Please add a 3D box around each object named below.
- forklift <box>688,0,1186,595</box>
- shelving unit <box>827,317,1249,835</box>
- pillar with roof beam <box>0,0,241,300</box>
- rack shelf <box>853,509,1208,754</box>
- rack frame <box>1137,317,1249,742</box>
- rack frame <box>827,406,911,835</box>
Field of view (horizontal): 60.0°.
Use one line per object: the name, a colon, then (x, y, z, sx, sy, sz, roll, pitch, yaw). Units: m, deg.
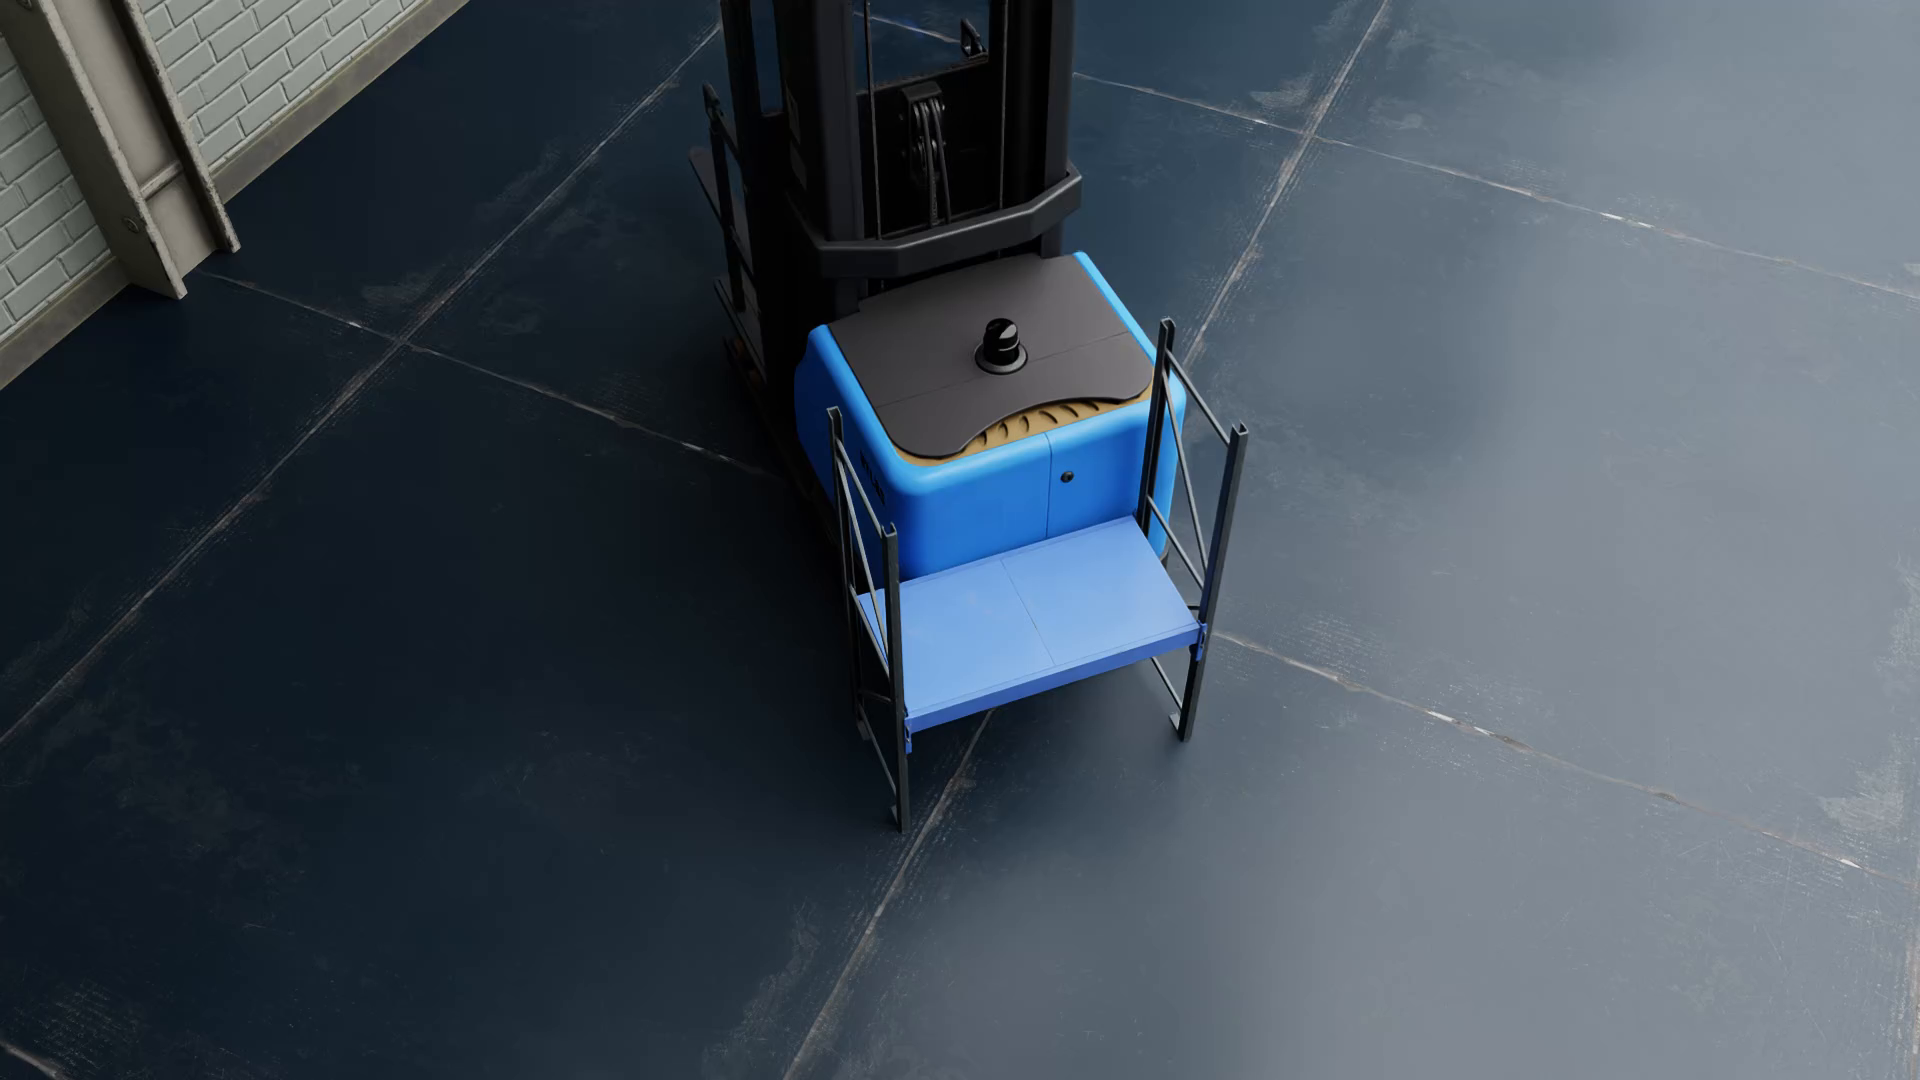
forklift: (-0.310, -1.599, 5.686, 1.130, 2.935, 3.031, -18, 52, -15)
shelving unit: (0.210, 0.159, 5.130, 1.048, 1.500, 0.538, -16, 52, -13)
pillar with roof beam: (0.492, -2.730, 2.664, 9.100, 9.000, 0.400, 20, 52, 16)
rack shelf: (0.210, 0.275, 5.267, 1.000, 0.185, 0.538, -16, 52, -13)
rack frame: (0.685, 0.020, 5.248, 0.032, 1.500, 0.500, -16, 52, -13)
rack frame: (-0.265, 0.297, 5.013, 0.032, 1.500, 0.500, -16, 52, -13)
